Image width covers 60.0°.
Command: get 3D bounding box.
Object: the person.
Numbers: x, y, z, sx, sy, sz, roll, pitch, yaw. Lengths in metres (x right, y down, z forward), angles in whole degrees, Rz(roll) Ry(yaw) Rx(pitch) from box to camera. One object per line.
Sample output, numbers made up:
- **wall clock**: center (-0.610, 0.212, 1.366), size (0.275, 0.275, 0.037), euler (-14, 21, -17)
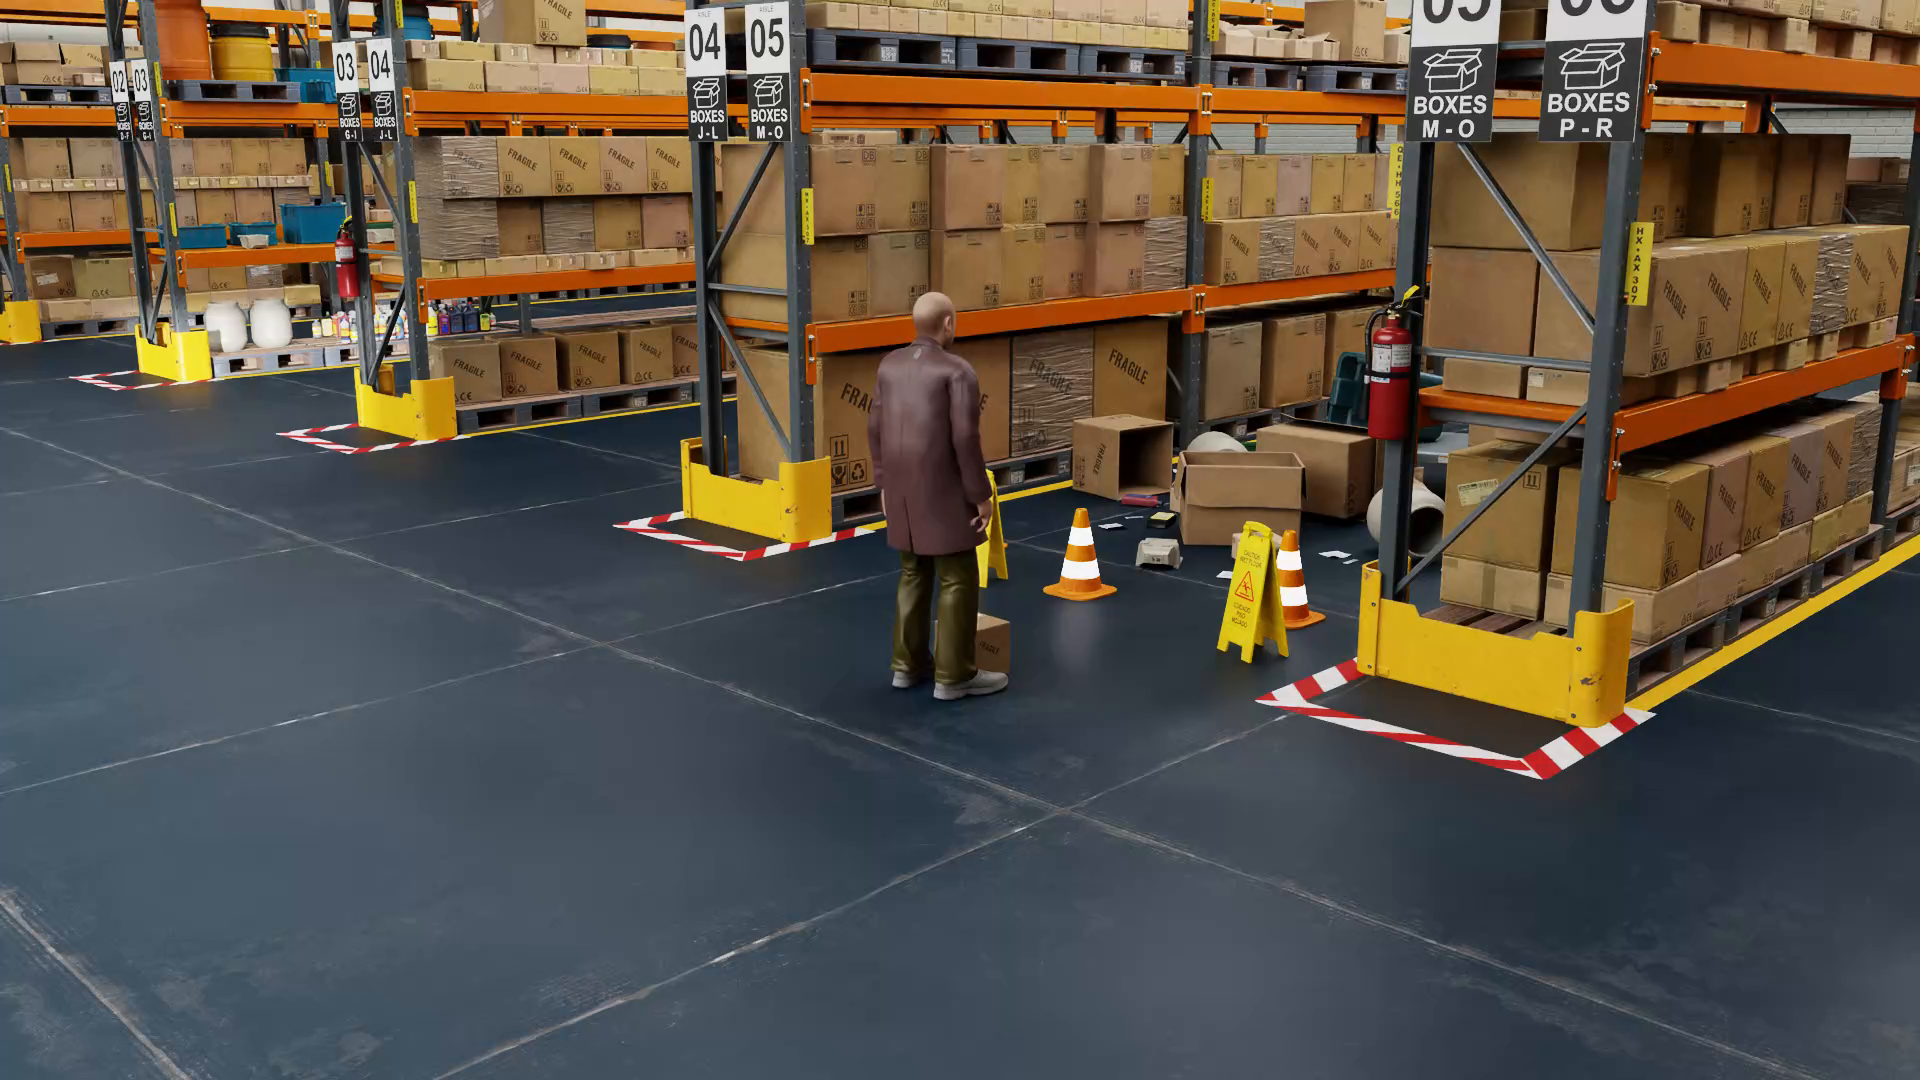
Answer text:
- **person**: center (-0.126, -0.203, 7.372), size (0.651, 1.773, 0.427), euler (11, 18, 39)
